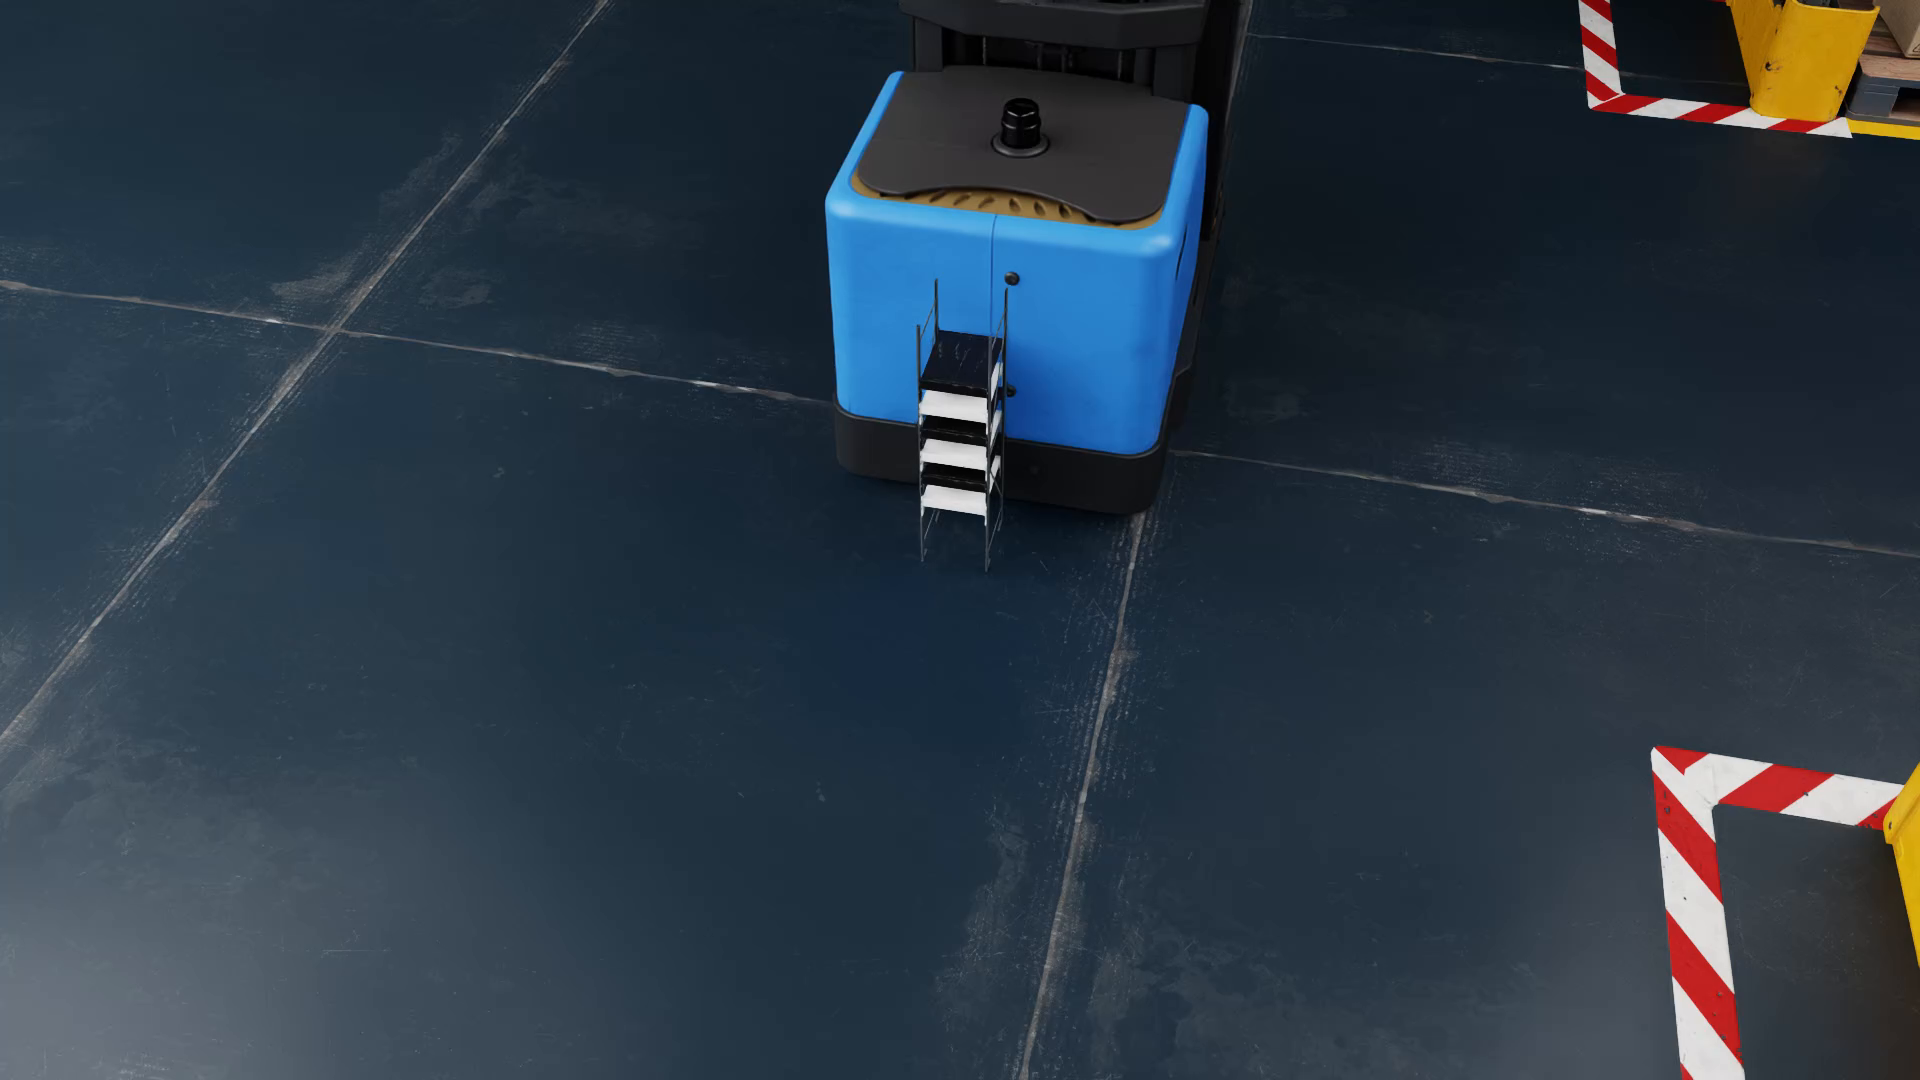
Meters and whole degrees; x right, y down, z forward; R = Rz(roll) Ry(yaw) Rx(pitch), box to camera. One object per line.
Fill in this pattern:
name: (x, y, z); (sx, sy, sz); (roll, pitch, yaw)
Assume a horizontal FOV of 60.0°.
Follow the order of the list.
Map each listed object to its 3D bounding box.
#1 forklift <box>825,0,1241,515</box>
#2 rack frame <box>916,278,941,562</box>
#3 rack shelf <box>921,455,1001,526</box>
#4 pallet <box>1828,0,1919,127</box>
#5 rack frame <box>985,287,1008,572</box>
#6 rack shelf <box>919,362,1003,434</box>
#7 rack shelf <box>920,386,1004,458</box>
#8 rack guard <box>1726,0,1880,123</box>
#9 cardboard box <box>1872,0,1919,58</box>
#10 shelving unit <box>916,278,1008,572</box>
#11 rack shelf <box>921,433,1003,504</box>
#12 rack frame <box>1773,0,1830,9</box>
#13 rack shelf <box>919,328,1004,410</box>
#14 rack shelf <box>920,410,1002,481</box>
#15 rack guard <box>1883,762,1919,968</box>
forklift: (0.424, -2.172, 5.393); (1.130, 2.935, 3.031); (9, 45, 9)
rack frame: (-0.091, -0.338, 4.953); (0.006, 0.900, 0.240); (9, 45, 9)
rack shelf: (0.008, -0.169, 5.085); (0.200, 0.077, 0.258); (9, 45, 9)
pallet: (4.489, -2.124, 7.305); (1.213, 0.211, 1.003); (9, 45, 9)
rack frame: (0.107, -0.308, 4.921); (0.006, 0.900, 0.240); (9, 45, 9)
rack shelf: (0.008, -0.429, 4.835); (0.200, 0.077, 0.258); (9, 45, 9)
rack shelf: (0.008, -0.364, 4.897); (0.200, 0.077, 0.258); (9, 45, 9)
rack guard: (3.704, -2.375, 7.357); (0.348, 0.500, 1.175); (9, 45, 9)
cardboard box: (4.285, -2.311, 7.110); (0.500, 0.311, 0.500); (4, 44, 4)
shelving unit: (0.008, -0.323, 4.937); (0.210, 0.900, 0.258); (9, 45, 9)
rack shelf: (0.008, -0.234, 5.022); (0.200, 0.077, 0.258); (9, 45, 9)
rack frame: (3.630, -3.287, 6.502); (0.127, 3.000, 1.000); (9, 45, 9)
rack shelf: (0.008, -0.493, 4.773); (0.200, 0.077, 0.258); (9, 45, 9)
rack shelf: (0.008, -0.299, 4.960); (0.200, 0.077, 0.258); (9, 45, 9)
rack guard: (2.528, 0.963, 3.889); (0.348, 0.500, 1.175); (9, 45, 9)
